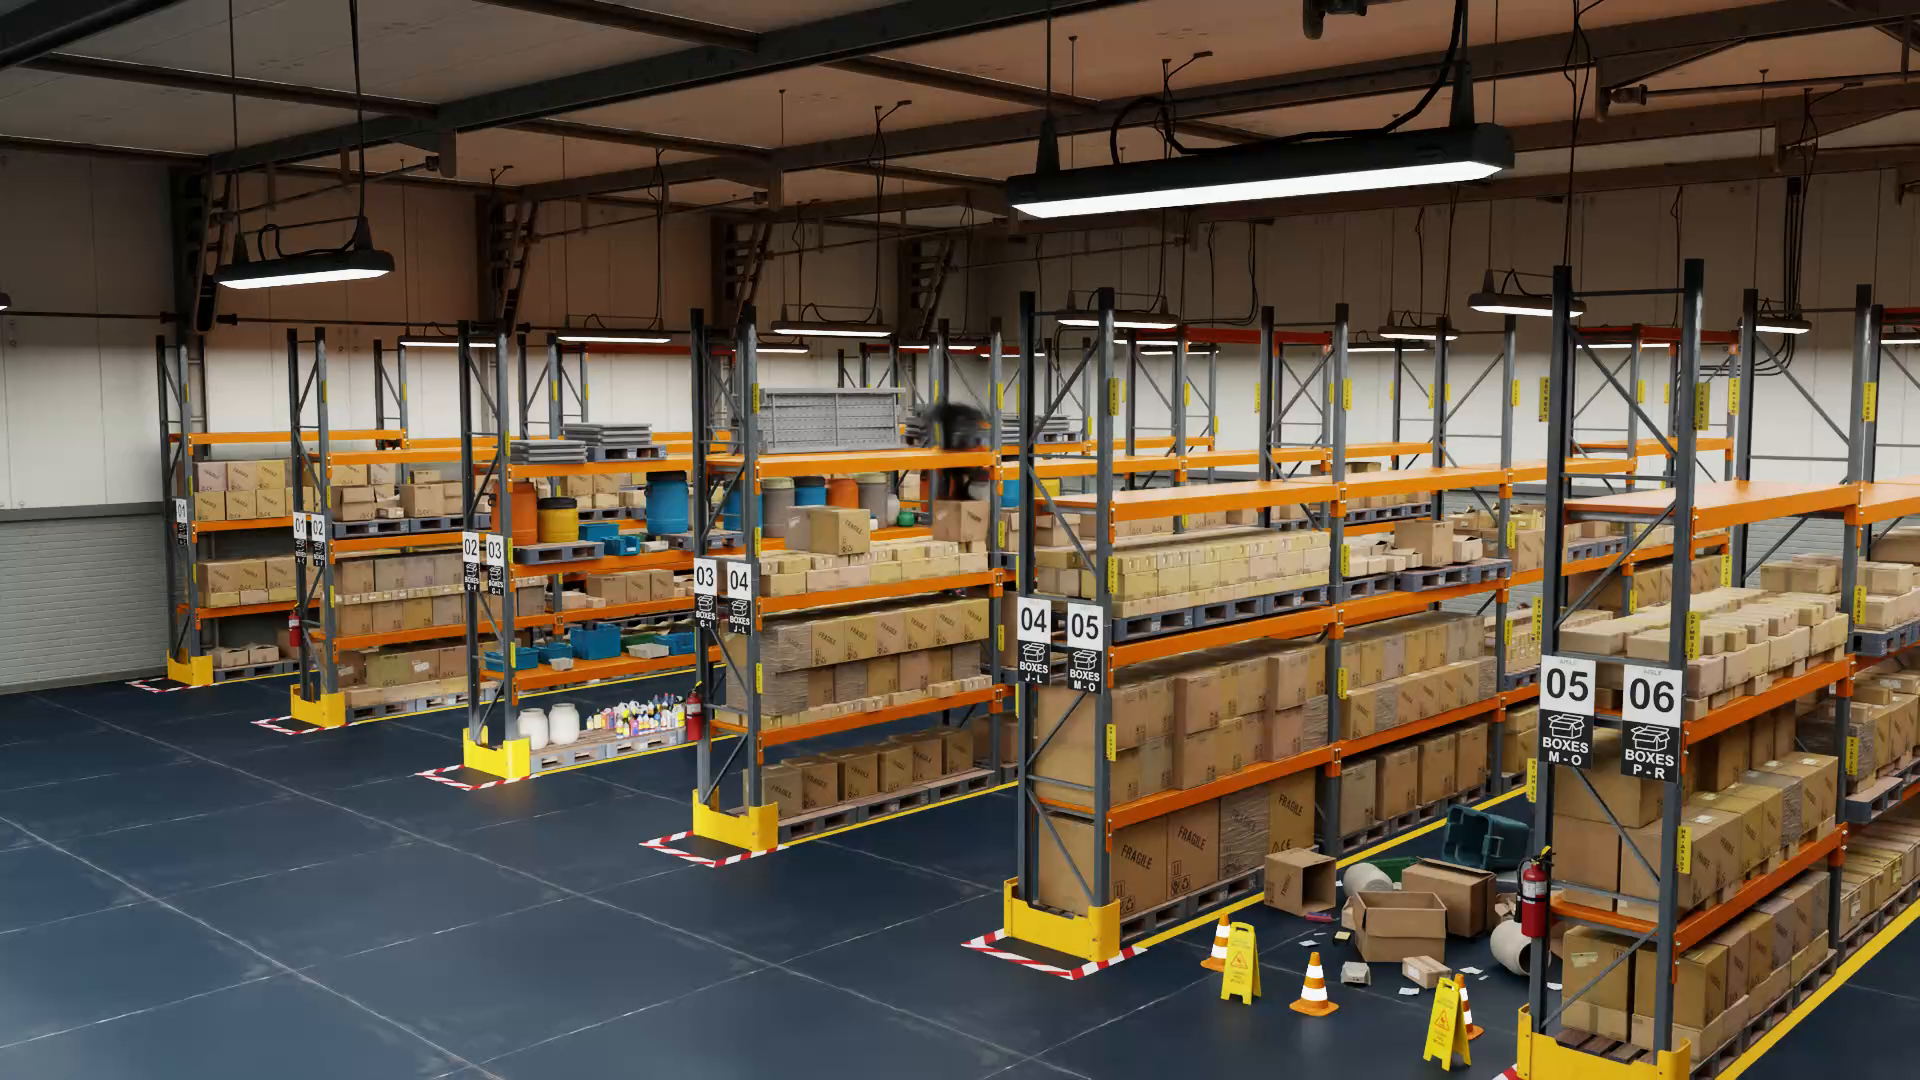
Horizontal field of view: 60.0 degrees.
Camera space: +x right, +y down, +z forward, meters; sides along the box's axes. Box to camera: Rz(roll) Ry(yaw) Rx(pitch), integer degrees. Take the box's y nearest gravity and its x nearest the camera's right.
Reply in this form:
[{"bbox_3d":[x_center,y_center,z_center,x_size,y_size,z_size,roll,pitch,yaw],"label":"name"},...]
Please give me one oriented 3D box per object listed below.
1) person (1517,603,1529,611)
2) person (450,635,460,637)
[{"bbox_3d":[9.148,1.809,27.001,0.529,1.609,0.861,5,7,42],"label":"person"},{"bbox_3d":[-9.015,1.507,29.608,0.653,1.823,0.855,3,6,33],"label":"person"}]
